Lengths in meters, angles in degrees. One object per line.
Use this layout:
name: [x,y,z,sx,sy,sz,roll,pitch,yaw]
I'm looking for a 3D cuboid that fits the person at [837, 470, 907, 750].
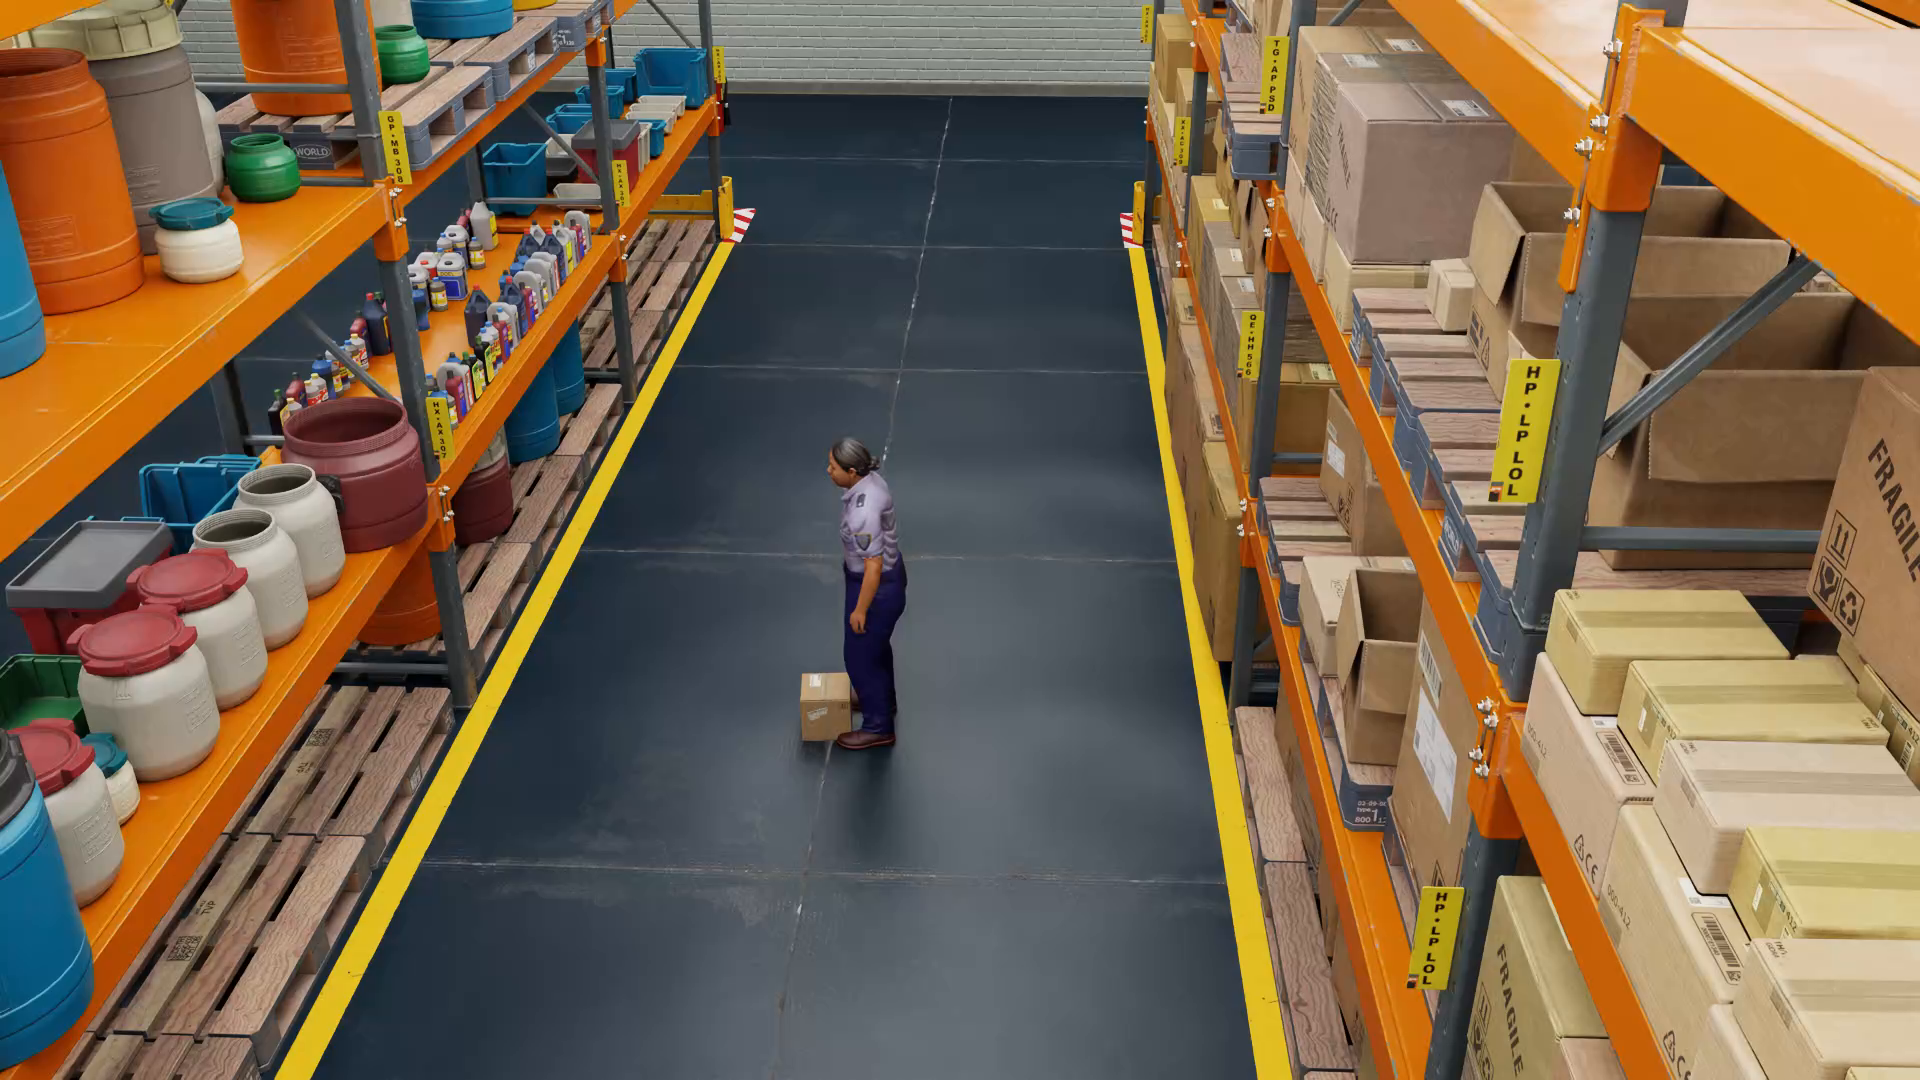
person: [-0.461,0.311,8.234,0.328,1.477,0.533,0,28,1]
